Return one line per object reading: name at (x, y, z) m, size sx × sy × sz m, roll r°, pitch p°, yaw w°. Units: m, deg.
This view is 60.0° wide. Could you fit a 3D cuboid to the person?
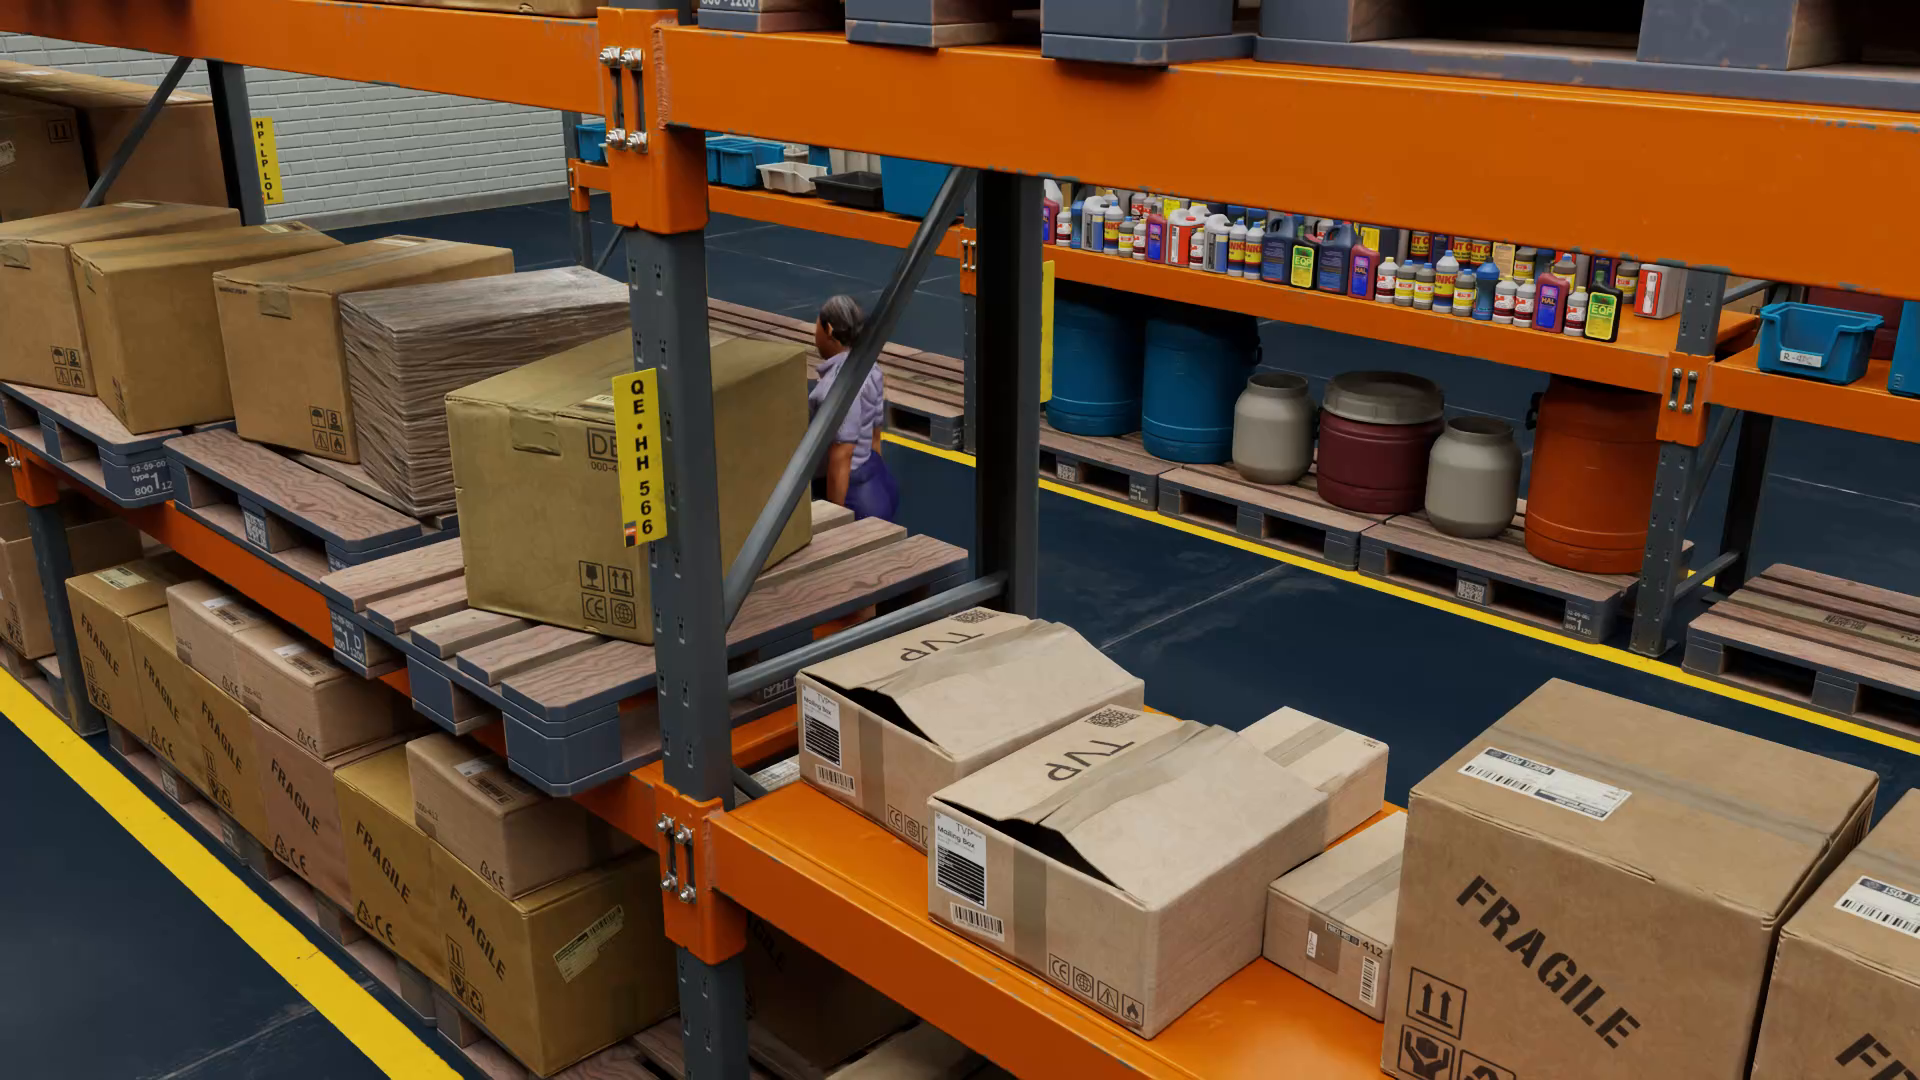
person at (-0.351, -0.101, 6.350) m, size 0.629 × 1.628 × 0.539 m, roll 3°, pitch 21°, yaw 7°
